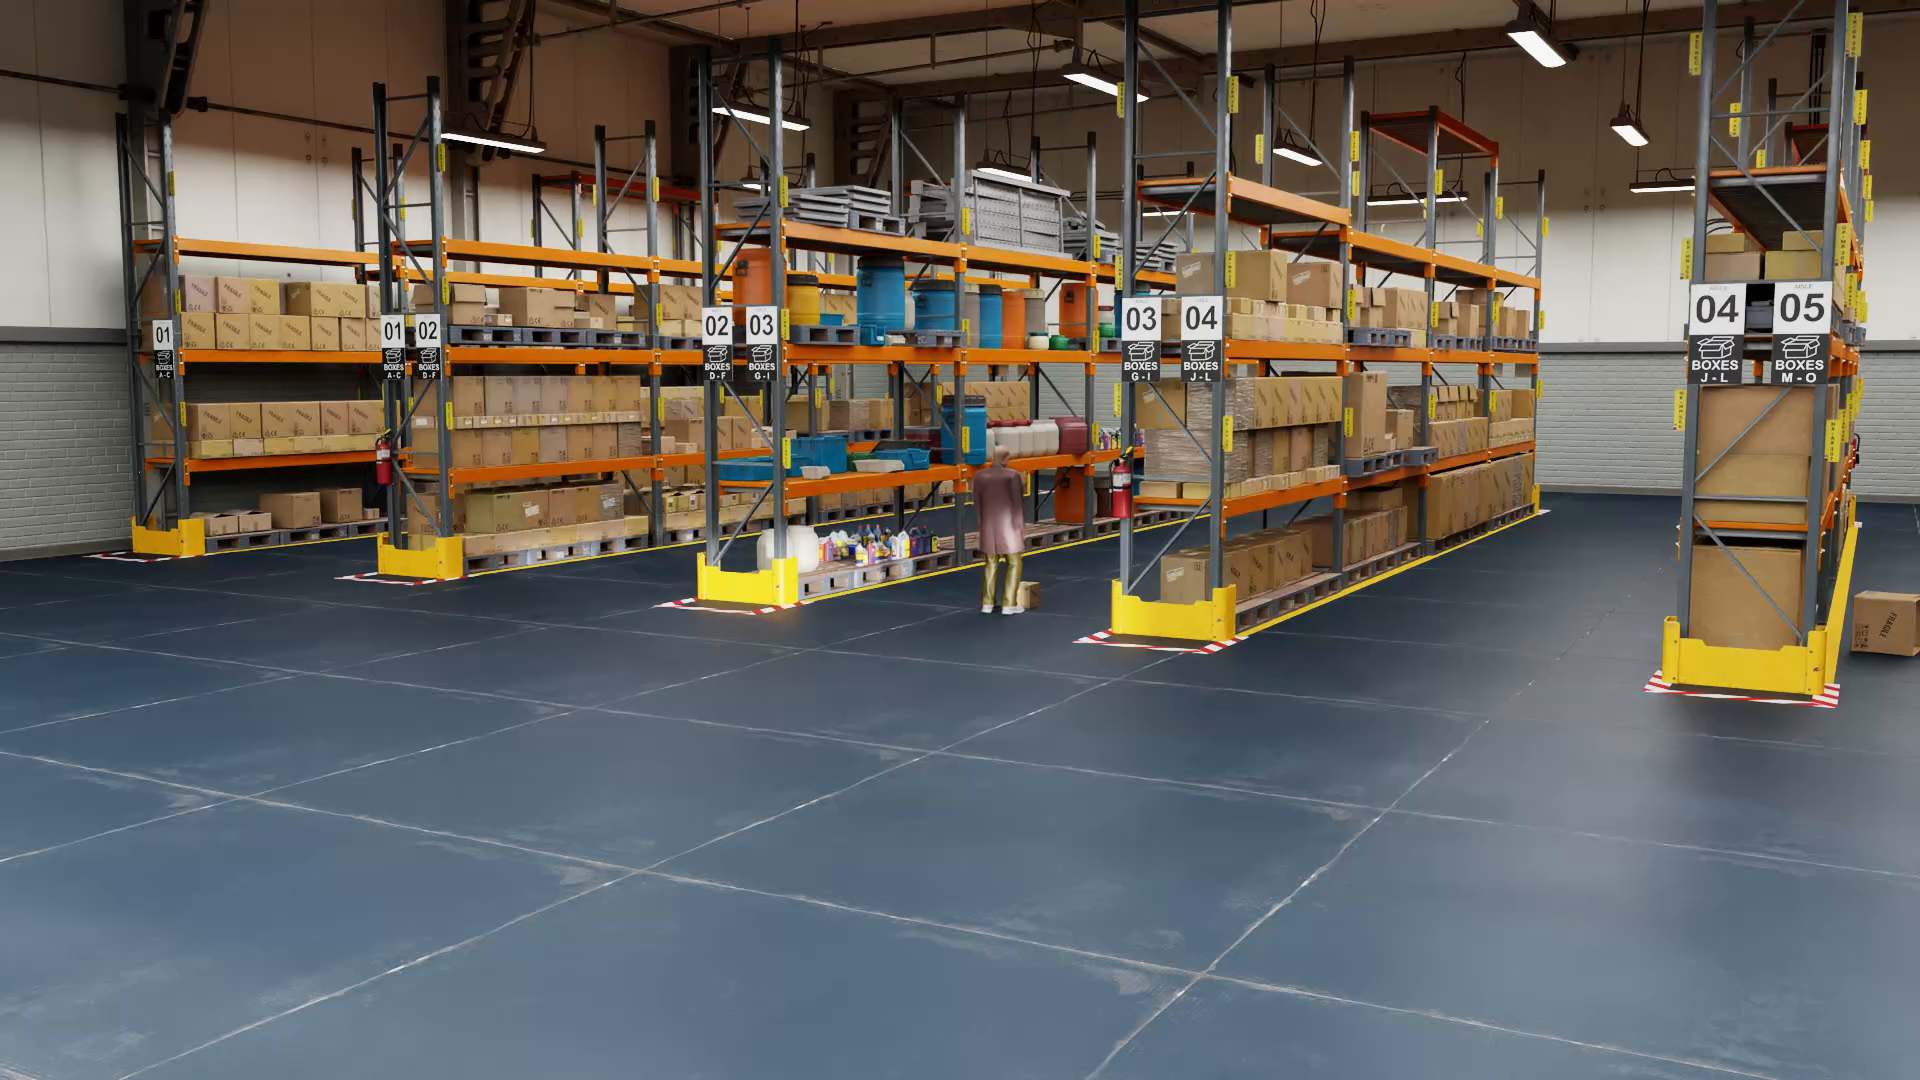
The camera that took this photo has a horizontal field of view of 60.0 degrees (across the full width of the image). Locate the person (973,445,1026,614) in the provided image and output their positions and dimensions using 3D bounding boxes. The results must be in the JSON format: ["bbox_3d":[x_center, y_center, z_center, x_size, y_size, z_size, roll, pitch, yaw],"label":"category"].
[{"bbox_3d":[0.412,-0.106,17.322,0.579,1.745,0.390,3,7,30],"label":"person"}]
